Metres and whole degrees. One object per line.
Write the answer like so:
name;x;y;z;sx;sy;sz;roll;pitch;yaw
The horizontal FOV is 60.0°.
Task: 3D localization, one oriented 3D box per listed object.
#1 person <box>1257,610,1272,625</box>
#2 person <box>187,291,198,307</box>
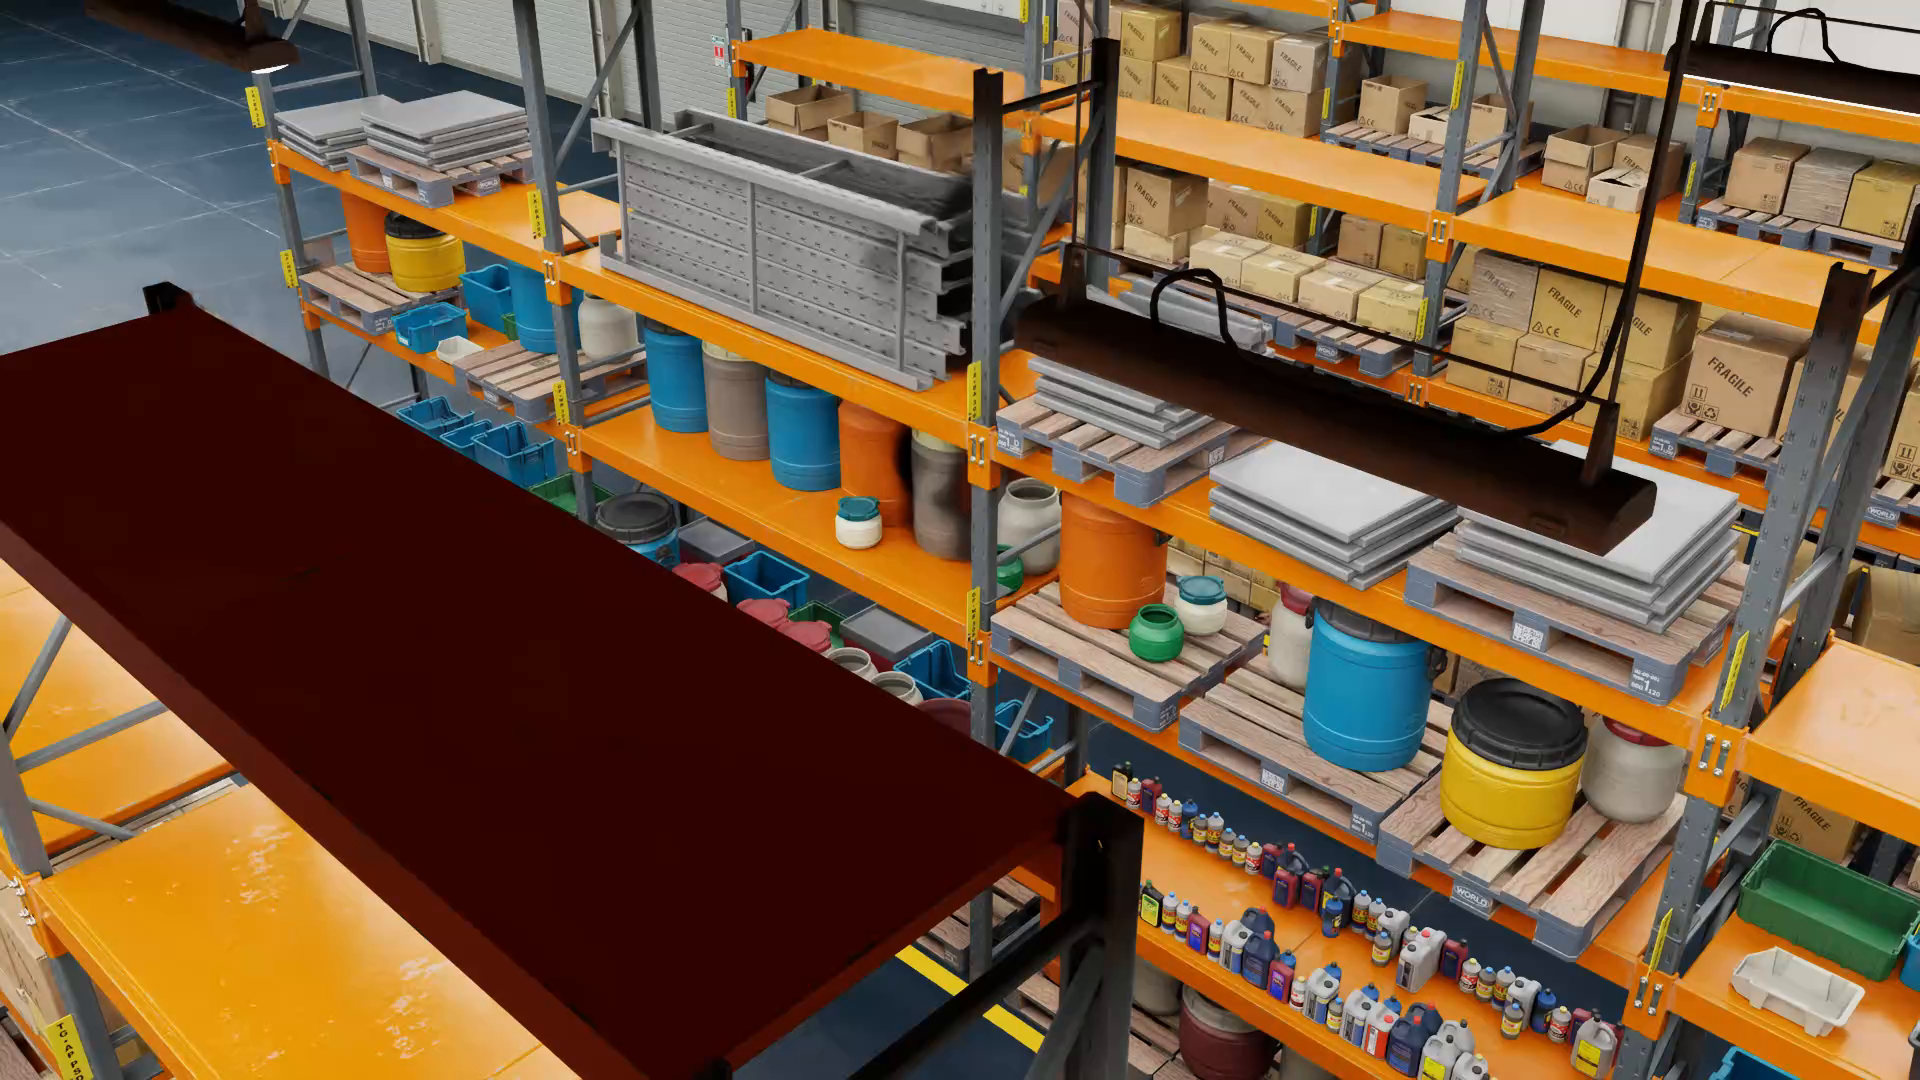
person;2.418;1.046;12.048;0.743;1.872;0.688;19;35;30
person;-8.194;-1.875;17.812;0.870;1.686;0.573;-10;31;-17
